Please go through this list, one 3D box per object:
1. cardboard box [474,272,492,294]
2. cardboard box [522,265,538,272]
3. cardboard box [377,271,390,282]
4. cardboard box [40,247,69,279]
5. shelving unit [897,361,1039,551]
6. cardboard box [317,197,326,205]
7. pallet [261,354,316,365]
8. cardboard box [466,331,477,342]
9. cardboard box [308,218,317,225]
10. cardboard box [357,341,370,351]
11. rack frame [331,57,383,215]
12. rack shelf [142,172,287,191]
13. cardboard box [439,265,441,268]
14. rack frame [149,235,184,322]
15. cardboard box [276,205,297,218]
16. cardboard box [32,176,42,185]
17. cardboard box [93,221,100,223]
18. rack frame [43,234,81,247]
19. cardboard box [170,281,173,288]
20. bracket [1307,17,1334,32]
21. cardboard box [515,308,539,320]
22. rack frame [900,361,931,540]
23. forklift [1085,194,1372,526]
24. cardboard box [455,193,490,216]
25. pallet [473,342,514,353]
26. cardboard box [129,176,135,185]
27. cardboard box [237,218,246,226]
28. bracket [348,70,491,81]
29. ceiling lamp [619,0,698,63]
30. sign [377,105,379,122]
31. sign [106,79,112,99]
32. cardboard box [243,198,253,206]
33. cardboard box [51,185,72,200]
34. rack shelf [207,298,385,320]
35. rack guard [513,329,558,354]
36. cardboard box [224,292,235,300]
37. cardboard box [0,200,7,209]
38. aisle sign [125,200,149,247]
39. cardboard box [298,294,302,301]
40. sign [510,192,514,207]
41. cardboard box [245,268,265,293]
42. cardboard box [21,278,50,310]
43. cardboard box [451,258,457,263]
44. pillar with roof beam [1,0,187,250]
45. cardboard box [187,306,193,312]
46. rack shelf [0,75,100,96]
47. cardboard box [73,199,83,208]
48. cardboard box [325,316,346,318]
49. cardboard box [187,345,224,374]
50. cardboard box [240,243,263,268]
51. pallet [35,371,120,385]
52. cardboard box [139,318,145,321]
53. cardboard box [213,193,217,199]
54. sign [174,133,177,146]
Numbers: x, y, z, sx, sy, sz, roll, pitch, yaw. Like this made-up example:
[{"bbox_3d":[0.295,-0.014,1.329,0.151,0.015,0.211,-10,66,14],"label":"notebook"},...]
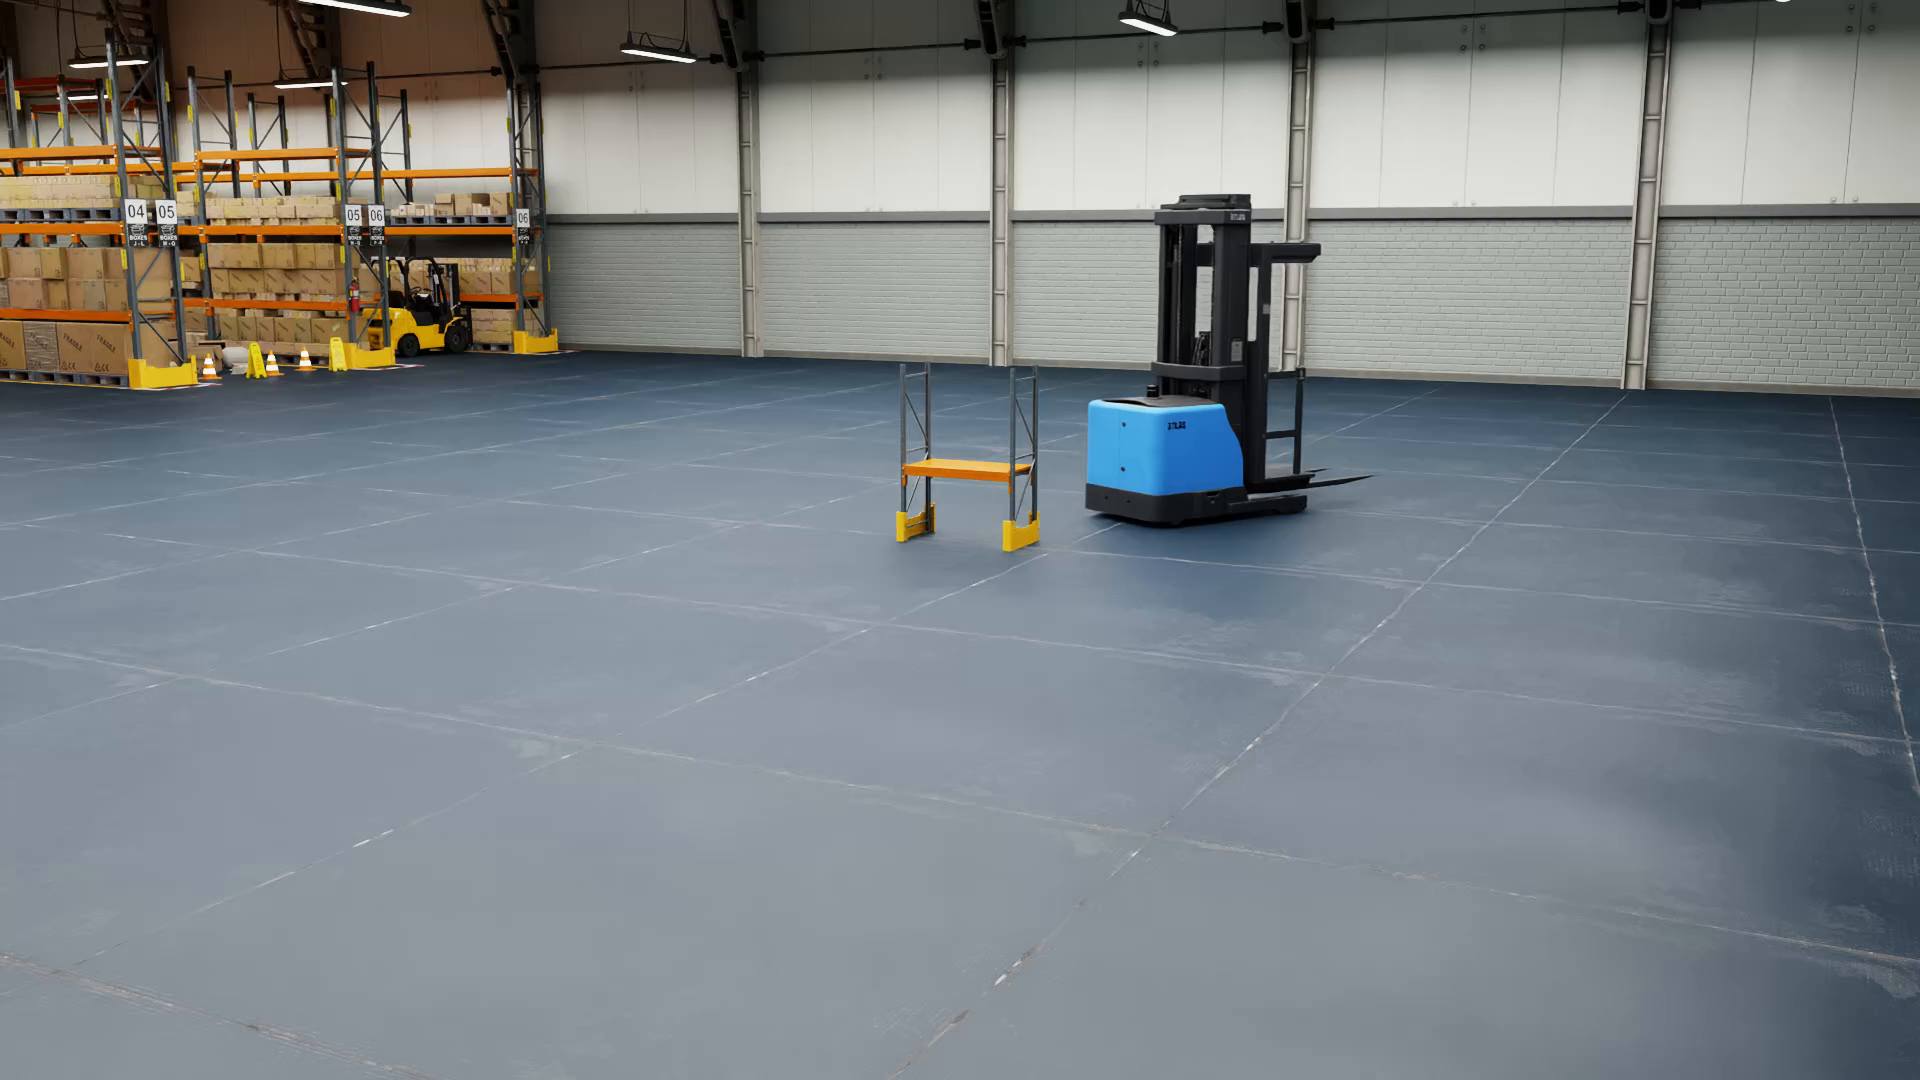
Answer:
[{"bbox_3d":[-10.715,-5.865,37.935,0.500,0.500,0.500,5,12,28],"label":"cardboard box"},{"bbox_3d":[-9.886,-6.214,38.038,0.250,0.149,0.380,5,11,24],"label":"cardboard box"},{"bbox_3d":[-13.837,-6.262,39.426,0.500,0.250,0.500,5,11,25],"label":"cardboard box"},{"bbox_3d":[-15.814,-4.942,29.658,0.500,0.550,0.875,5,11,26],"label":"cardboard box"},{"bbox_3d":[0.068,-0.732,14.063,1.083,1.500,0.587,5,11,26],"label":"shelving unit"},{"bbox_3d":[-12.538,-6.735,33.063,0.250,0.149,0.380,5,12,27],"label":"cardboard box"},{"bbox_3d":[-13.761,-3.784,34.545,1.213,0.211,1.003,5,11,26],"label":"pallet"},{"bbox_3d":[-11.144,-4.699,38.312,0.500,0.250,0.500,5,11,26],"label":"cardboard box"},{"bbox_3d":[-12.794,-6.361,33.235,0.250,0.149,0.380,5,12,28],"label":"cardboard box"},{"bbox_3d":[-12.490,-3.945,34.149,0.500,0.250,0.500,5,11,25],"label":"cardboard box"},{"bbox_3d":[-11.889,-7.936,32.812,0.127,3.000,1.000,5,11,26],"label":"rack frame"},{"bbox_3d":[-18.664,-8.966,41.647,4.000,0.370,1.077,5,11,26],"label":"rack shelf"},{"bbox_3d":[-11.979,-6.288,38.449,0.250,0.149,0.380,5,11,24],"label":"cardboard box"},{"bbox_3d":[-20.458,-6.723,42.952,0.127,3.000,1.000,5,11,26],"label":"rack frame"},{"bbox_3d":[-13.386,-6.610,33.492,0.500,0.250,0.500,5,12,27],"label":"cardboard box"},{"bbox_3d":[-16.036,-6.298,29.193,0.250,0.149,0.380,5,11,26],"label":"cardboard box"},{"bbox_3d":[-18.628,-6.952,36.176,0.258,0.266,0.396,5,11,26],"label":"cardboard box"},{"bbox_3d":[-24.045,-7.038,44.694,0.127,3.000,1.000,5,11,26],"label":"rack frame"},{"bbox_3d":[-16.536,-5.417,35.264,0.250,0.149,0.380,5,11,25],"label":"cardboard box"},{"bbox_3d":[6.435,-9.191,29.640,0.430,0.232,0.235,5,11,26],"label":"bracket"},{"bbox_3d":[-10.044,-5.191,38.222,0.500,0.250,0.500,5,11,25],"label":"cardboard box"},{"bbox_3d":[-0.379,-0.771,14.281,0.032,1.500,0.500,5,11,26],"label":"rack frame"},{"bbox_3d":[2.663,-1.752,15.680,3.031,2.935,1.130,-7,13,-35],"label":"forklift"},{"bbox_3d":[-11.076,-7.651,37.917,0.500,0.500,0.700,5,11,26],"label":"cardboard box"},{"bbox_3d":[-10.401,-4.459,38.272,1.213,0.211,1.003,5,11,26],"label":"pallet"},{"bbox_3d":[-14.372,-6.283,29.108,0.250,0.149,0.380,5,11,26],"label":"cardboard box"},{"bbox_3d":[-14.617,-6.530,34.173,0.250,0.149,0.380,5,12,28],"label":"cardboard box"},{"bbox_3d":[-12.762,-10.878,38.961,4.783,0.066,0.076,5,11,26],"label":"bracket"},{"bbox_3d":[-5.319,-10.453,30.326,0.800,3.185,2.000,5,11,26],"label":"ceiling lamp"},{"bbox_3d":[-11.649,-8.521,33.200,0.005,0.325,0.100,5,11,26],"label":"sign"},{"bbox_3d":[-14.242,-7.551,27.837,0.005,0.325,0.100,5,11,26],"label":"sign"},{"bbox_3d":[-14.391,-6.893,33.935,0.250,0.149,0.380,5,11,24],"label":"cardboard box"},{"bbox_3d":[-15.450,-6.063,29.012,0.500,0.250,0.500,5,11,25],"label":"cardboard box"},{"bbox_3d":[-13.683,-4.788,34.281,4.000,0.370,1.077,5,11,26],"label":"rack shelf"},{"bbox_3d":[-9.675,-4.545,37.940,0.348,0.500,1.175,5,11,26],"label":"rack guard"},{"bbox_3d":[-15.087,-5.088,34.625,0.250,0.149,0.380,5,12,27],"label":"cardboard box"},{"bbox_3d":[-16.944,-5.986,29.705,0.250,0.149,0.380,5,11,26],"label":"cardboard box"},{"bbox_3d":[-14.058,-5.411,28.407,0.004,0.787,0.394,5,11,26],"label":"aisle sign"},{"bbox_3d":[-13.228,-4.940,33.806,0.250,0.149,0.380,5,11,27],"label":"cardboard box"},{"bbox_3d":[-9.949,-7.564,36.916,0.005,0.325,0.100,5,11,26],"label":"sign"},{"bbox_3d":[-14.300,-5.338,34.186,0.500,0.500,0.500,5,11,25],"label":"cardboard box"},{"bbox_3d":[-16.305,-4.446,29.953,0.550,0.550,0.875,5,11,26],"label":"cardboard box"},{"bbox_3d":[-11.489,-6.406,38.267,0.250,0.149,0.380,5,11,27],"label":"cardboard box"},{"bbox_3d":[-22.588,-9.186,39.718,0.548,9.000,9.100,5,11,26],"label":"pillar with roof beam"},{"bbox_3d":[-19.484,-5.900,42.428,0.250,0.149,0.380,5,11,25],"label":"cardboard box"},{"bbox_3d":[-20.857,-10.005,36.934,4.000,0.370,1.077,5,11,26],"label":"rack shelf"},{"bbox_3d":[-15.120,-5.826,28.821,0.250,0.149,0.380,5,11,26],"label":"cardboard box"},{"bbox_3d":[-12.983,-4.357,34.315,0.500,0.500,0.500,5,11,24],"label":"cardboard box"},{"bbox_3d":[-14.585,-3.490,32.099,0.637,0.503,0.797,-2,11,-14],"label":"cardboard box"},{"bbox_3d":[-14.291,-5.830,34.096,0.500,0.500,0.700,5,11,25],"label":"cardboard box"},{"bbox_3d":[-15.831,-2.960,29.994,1.213,0.211,1.003,5,11,26],"label":"pallet"},{"bbox_3d":[-21.858,-5.796,43.671,0.500,0.500,0.700,5,11,24],"label":"cardboard box"},{"bbox_3d":[-16.275,-7.302,35.568,0.500,0.250,0.500,5,11,25],"label":"cardboard box"},{"bbox_3d":[-20.218,-10.301,42.813,0.005,0.325,0.100,5,11,26],"label":"sign"}]
